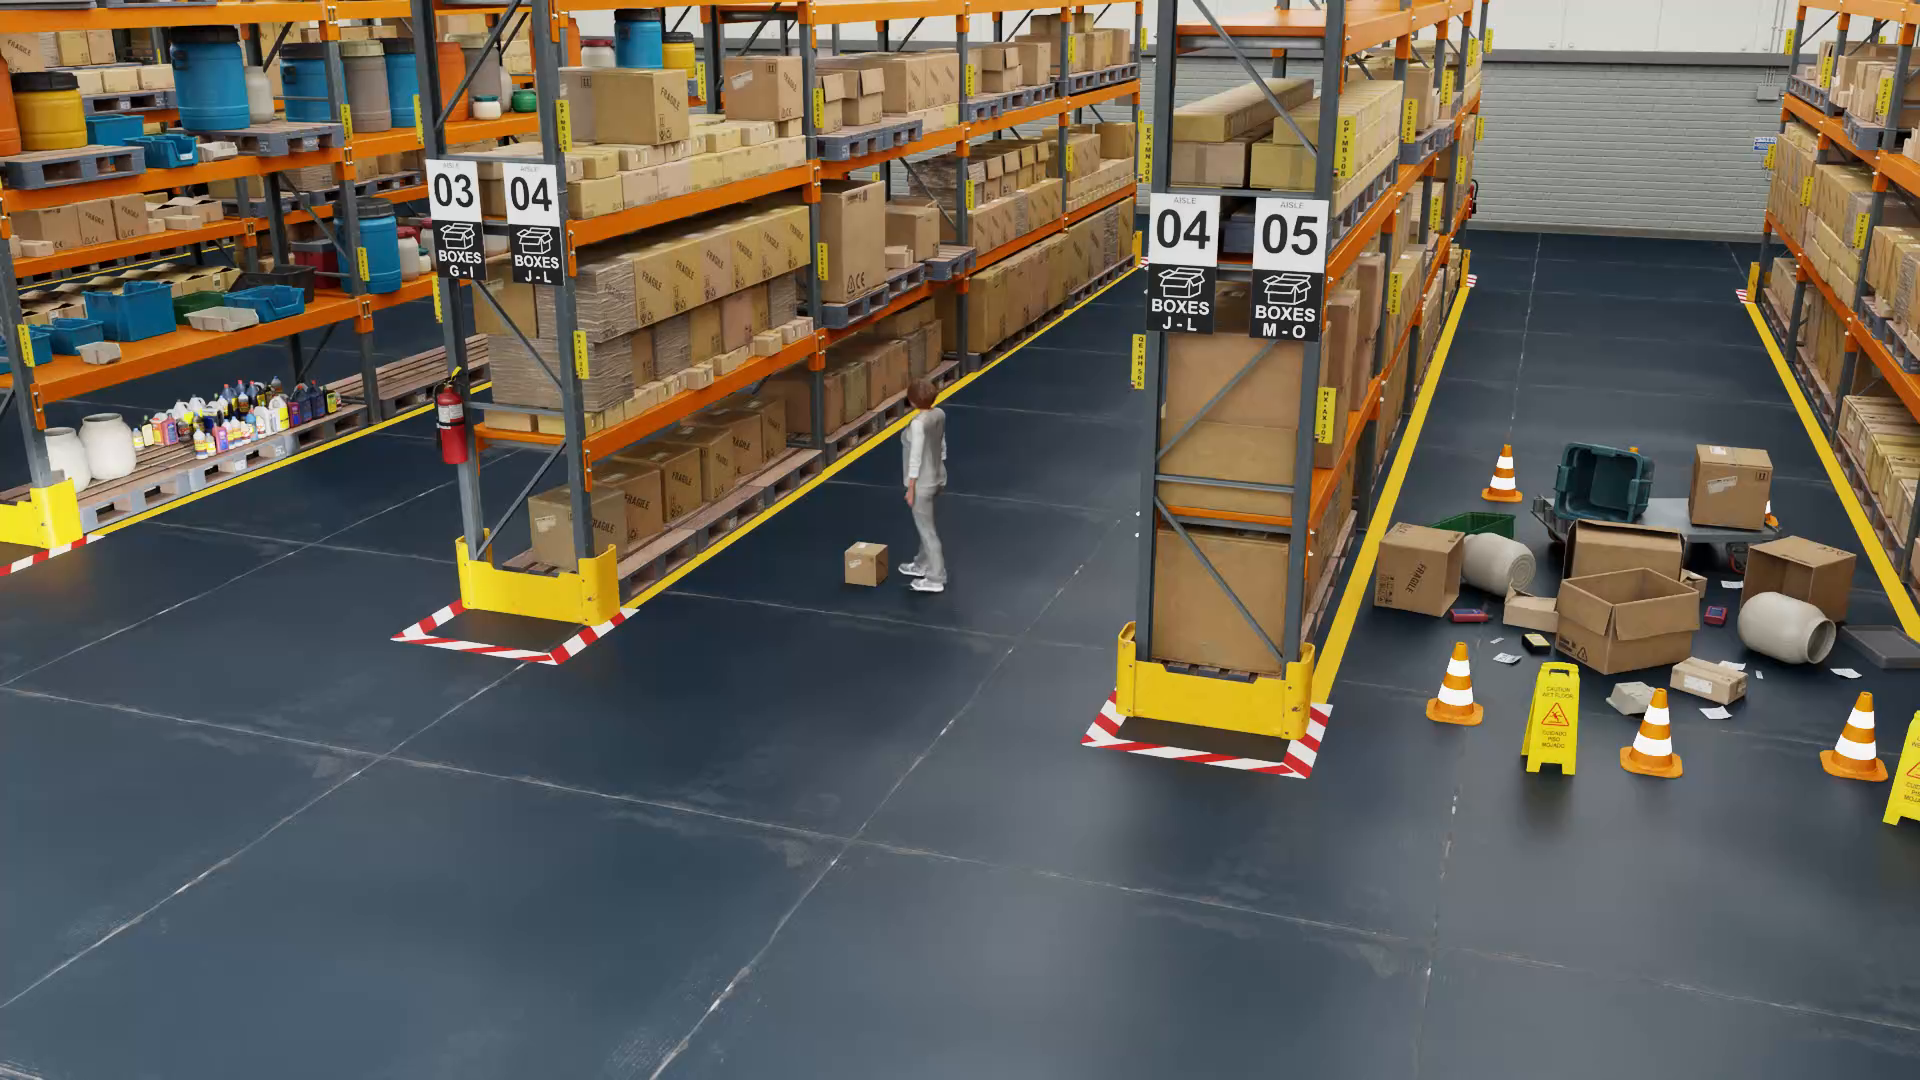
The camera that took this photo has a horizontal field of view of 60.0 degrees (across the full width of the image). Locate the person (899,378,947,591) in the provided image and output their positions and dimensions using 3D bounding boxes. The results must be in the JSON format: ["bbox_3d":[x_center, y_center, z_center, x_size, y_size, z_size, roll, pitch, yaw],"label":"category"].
[{"bbox_3d":[-0.314,-0.422,12.281,0.516,1.593,0.439,9,21,25],"label":"person"}]
